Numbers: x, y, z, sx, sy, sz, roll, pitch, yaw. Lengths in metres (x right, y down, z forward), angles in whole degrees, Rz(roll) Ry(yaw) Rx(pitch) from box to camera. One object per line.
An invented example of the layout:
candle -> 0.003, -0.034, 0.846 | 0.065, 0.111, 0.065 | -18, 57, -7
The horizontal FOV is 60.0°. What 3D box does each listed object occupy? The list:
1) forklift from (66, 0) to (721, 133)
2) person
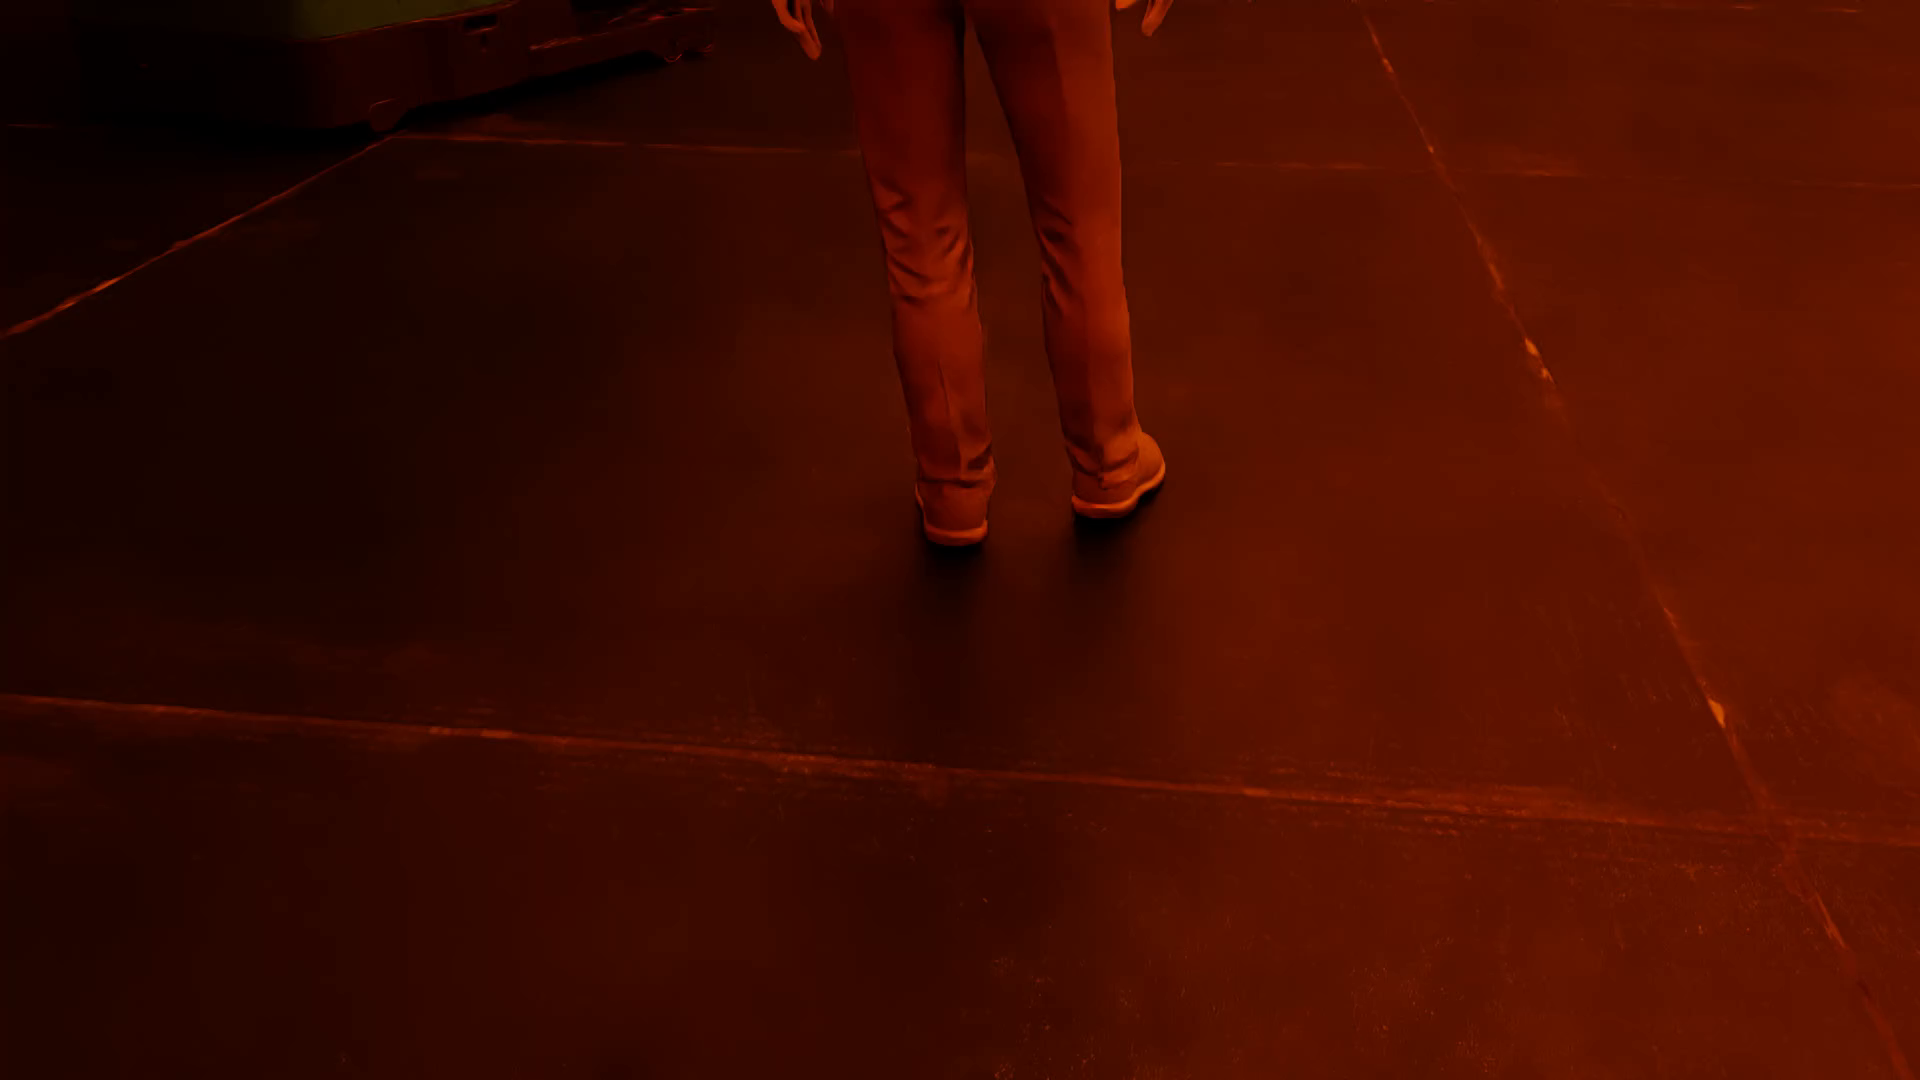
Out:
forklift -> -1.531, -3.082, 5.395 | 1.130, 2.935, 3.031 | 13, 29, 24
person -> 0.016, -0.795, 2.177 | 0.586, 1.695, 0.532 | 3, 27, 7
